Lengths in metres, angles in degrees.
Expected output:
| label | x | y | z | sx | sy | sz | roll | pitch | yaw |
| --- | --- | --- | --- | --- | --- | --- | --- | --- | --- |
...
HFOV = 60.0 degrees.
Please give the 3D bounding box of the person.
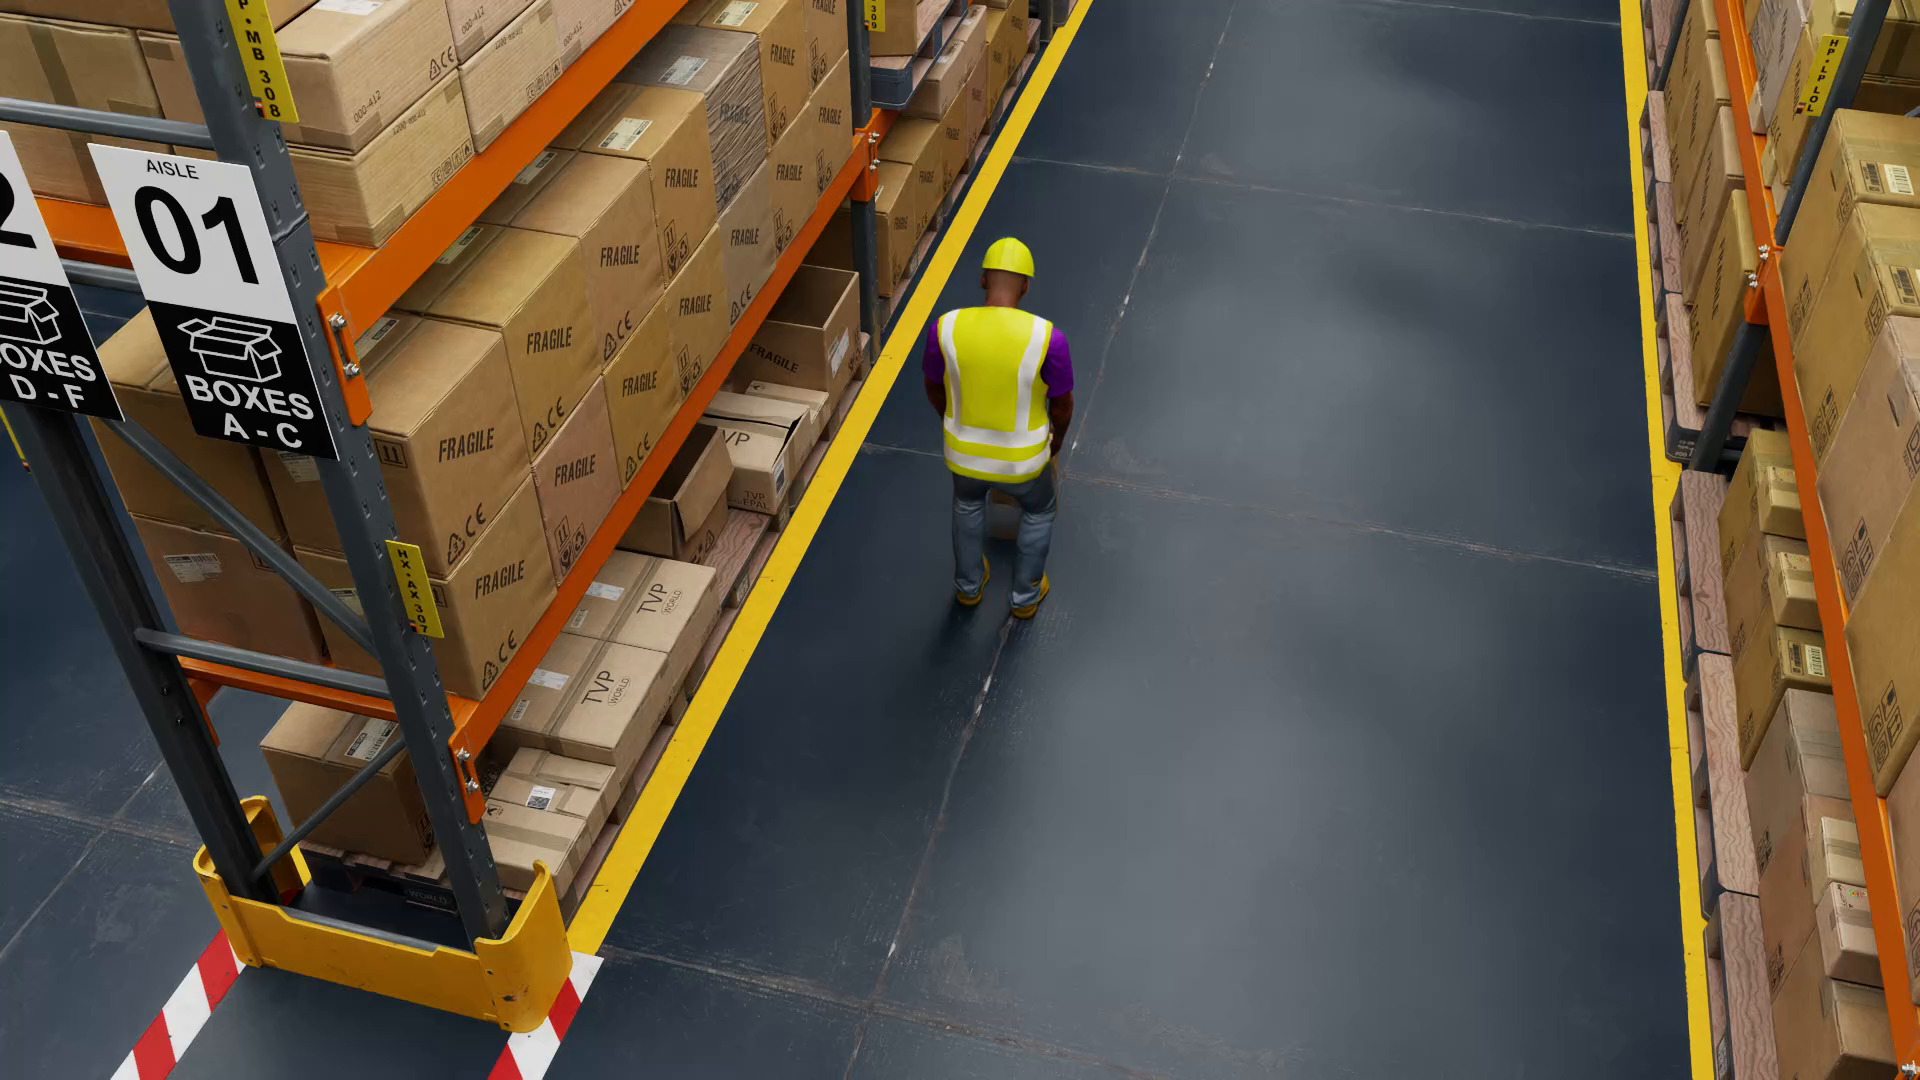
| label | x | y | z | sx | sy | sz | roll | pitch | yaw |
| --- | --- | --- | --- | --- | --- | --- | --- | --- | --- |
| person | 0.147 | -0.414 | 6.712 | 0.610 | 1.648 | 0.554 | 11 | 42 | 12 |
